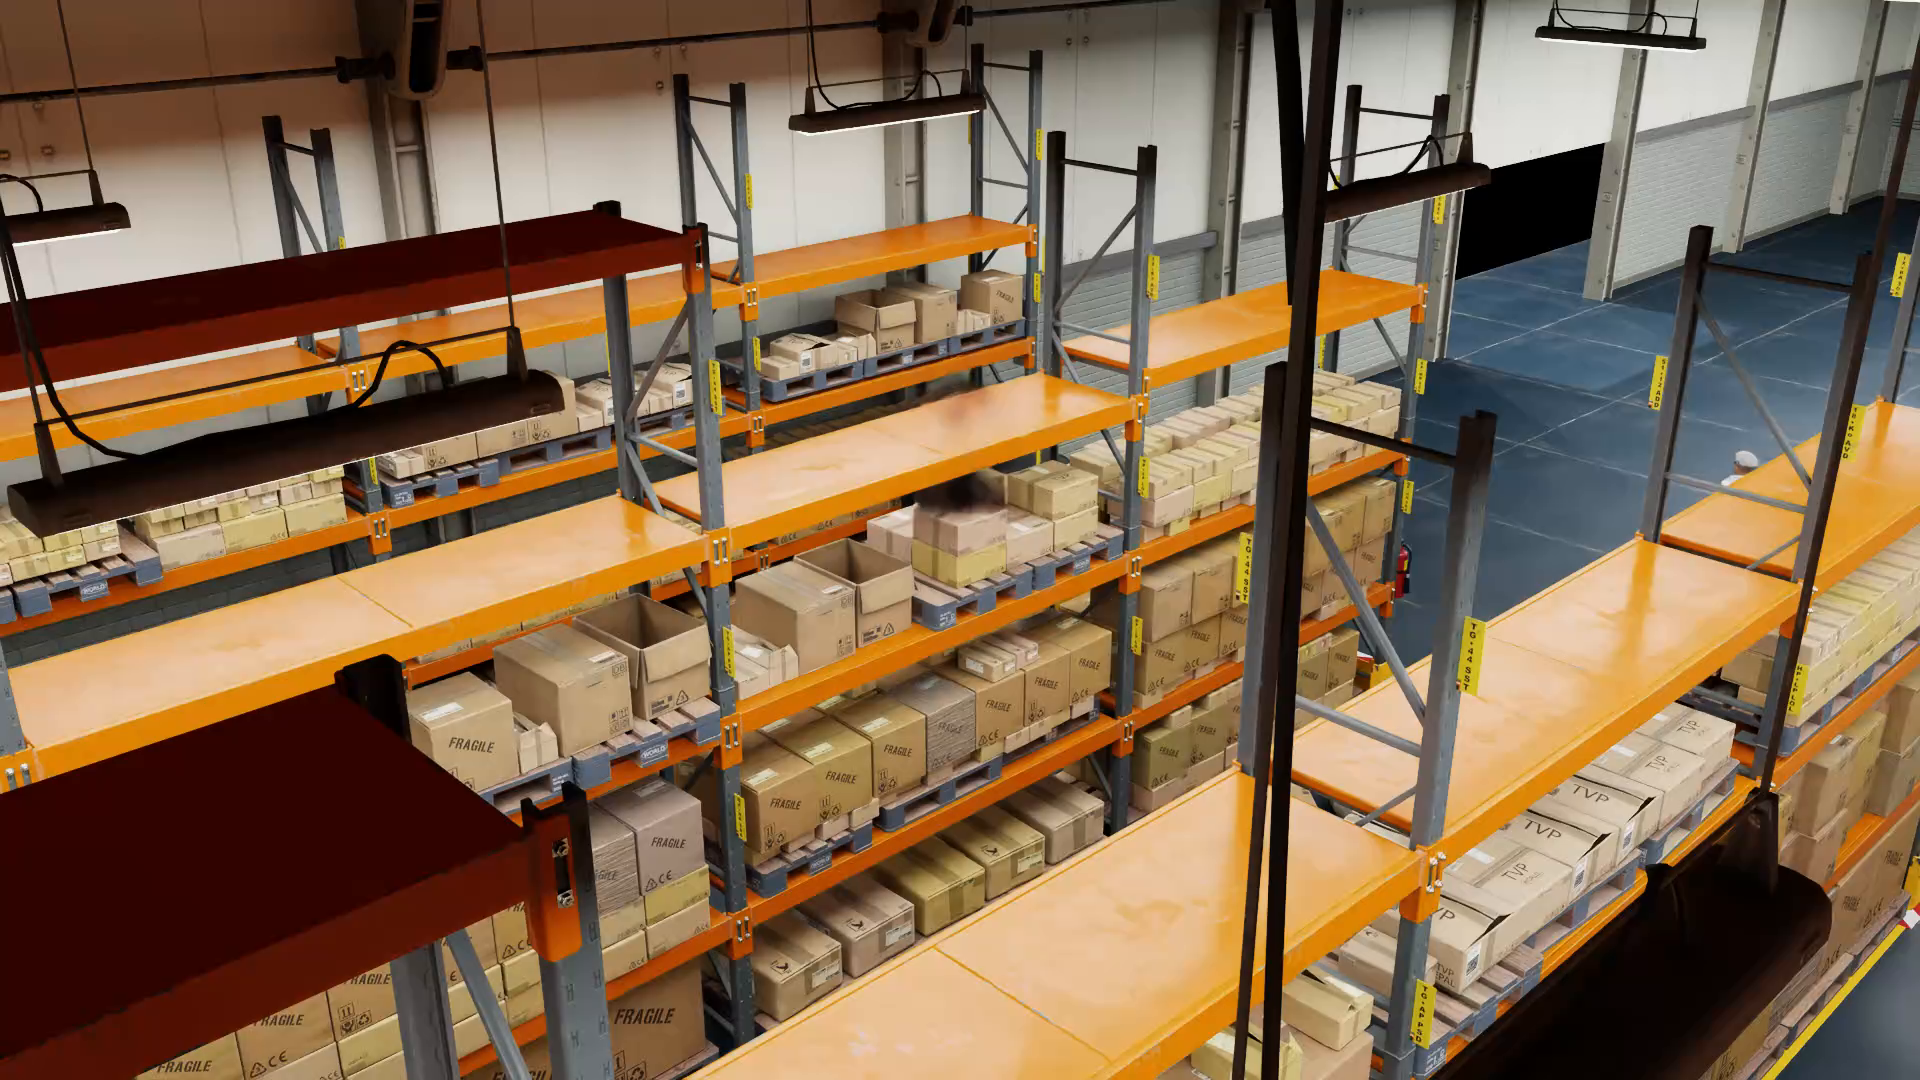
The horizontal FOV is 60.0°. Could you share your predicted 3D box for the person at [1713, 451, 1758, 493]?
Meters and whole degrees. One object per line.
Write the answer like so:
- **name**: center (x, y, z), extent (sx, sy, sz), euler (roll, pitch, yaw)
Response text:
- **person**: center (8.789, -0.159, 18.939), extent (0.670, 1.777, 0.903), euler (-1, 22, -3)
